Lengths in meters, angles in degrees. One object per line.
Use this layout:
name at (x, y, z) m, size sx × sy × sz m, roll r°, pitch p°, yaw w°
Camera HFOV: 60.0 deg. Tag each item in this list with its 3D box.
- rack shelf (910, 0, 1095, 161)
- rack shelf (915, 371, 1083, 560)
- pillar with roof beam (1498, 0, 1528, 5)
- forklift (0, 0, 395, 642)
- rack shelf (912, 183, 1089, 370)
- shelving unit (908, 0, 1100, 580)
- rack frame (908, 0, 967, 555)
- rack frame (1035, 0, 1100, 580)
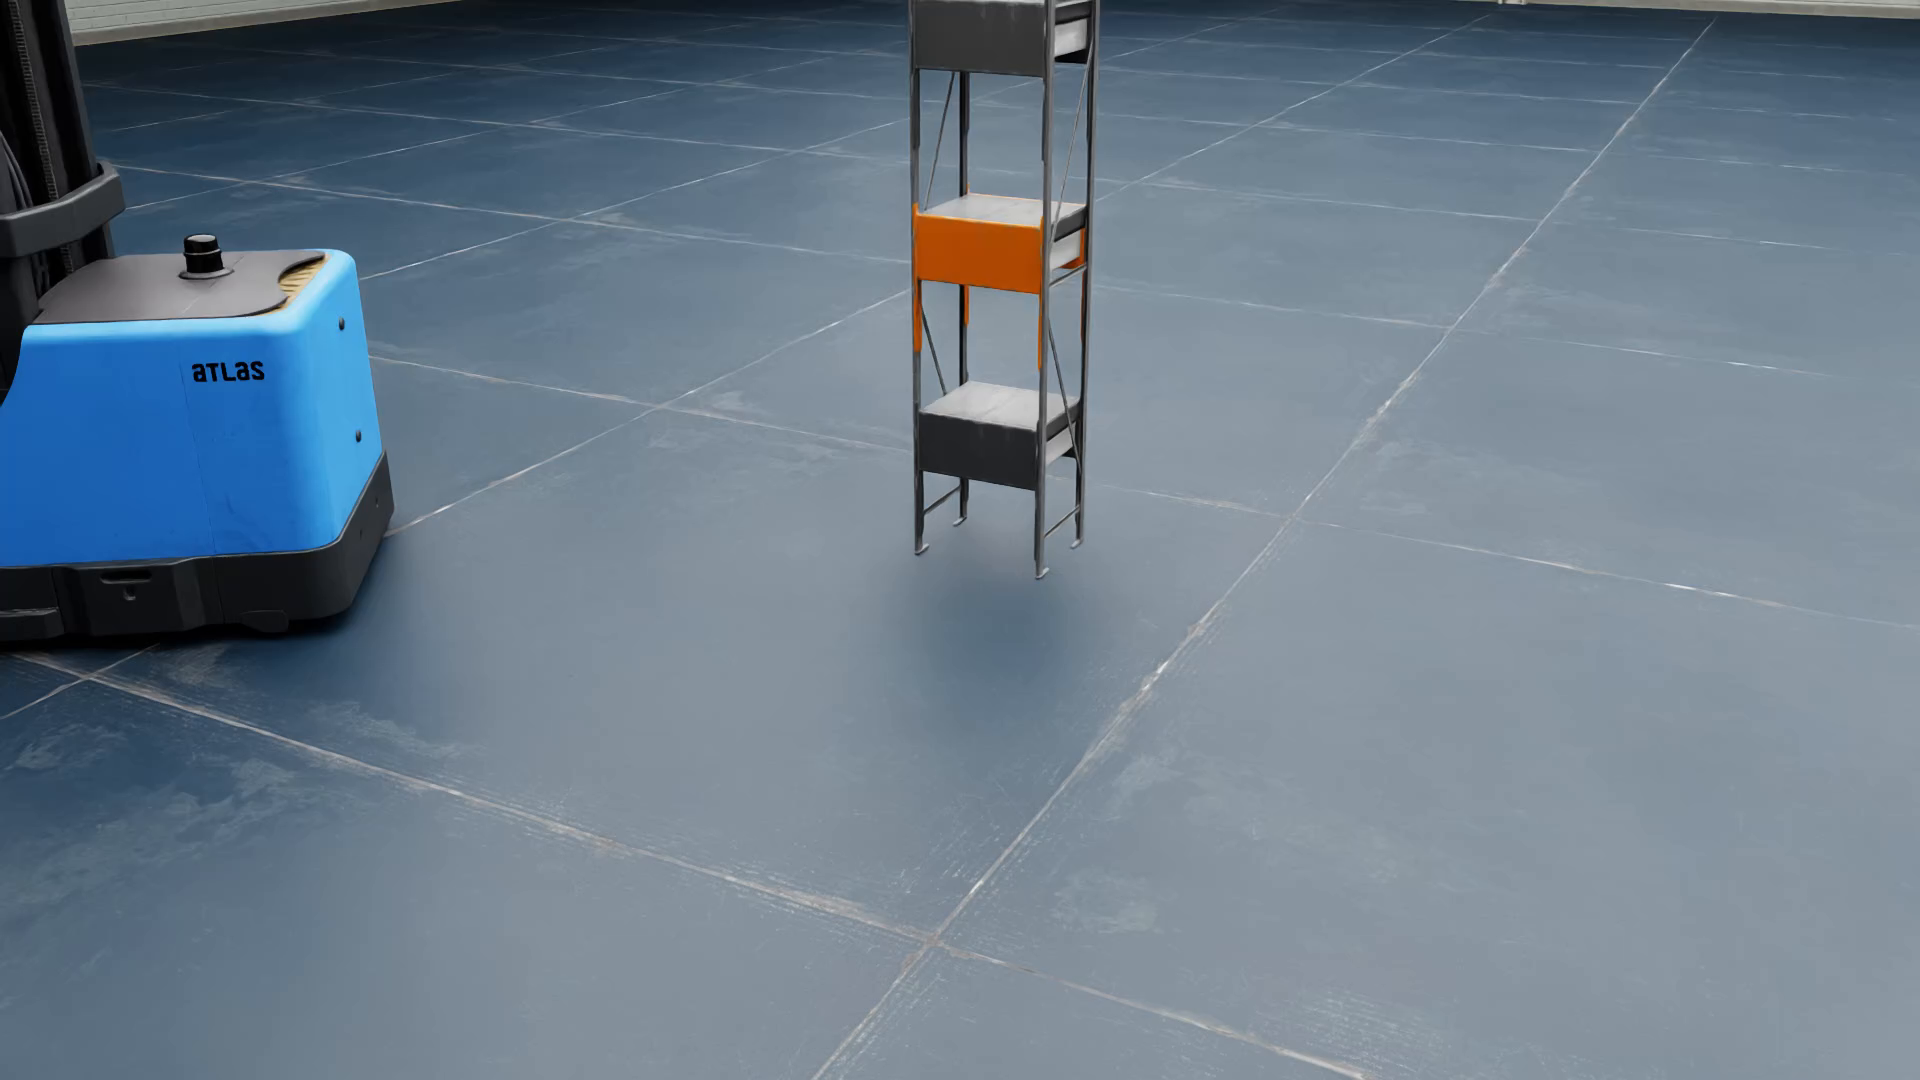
rack shelf at (0.148, -1.569, 5.502) m, size 0.480 × 0.518 × 0.431 m, roll 11°, pitch 25°, yaw 25°
rack shelf at (0.148, -0.280, 6.050) m, size 0.480 × 0.518 × 0.431 m, roll 11°, pitch 25°, yaw 25°
pillar with roof beam at (6.674, -11.001, 20.619) m, size 0.400 × 9.000 × 9.100 m, roll 11°, pitch 25°, yaw 25°
forklift at (-3.594, -1.148, 5.205) m, size 3.031 × 2.935 × 1.130 m, roll -3°, pitch 23°, yaw -7°
rack shelf at (0.148, -0.924, 5.776) m, size 0.480 × 0.518 × 0.431 m, roll 11°, pitch 25°, yaw 25°
shelving unit at (0.148, -0.937, 5.770) m, size 0.503 × 2.100 × 0.431 m, roll 11°, pitch 25°, yaw 25°
rack frame at (-0.070, -0.980, 5.872) m, size 0.015 × 2.100 × 0.400 m, roll 11°, pitch 25°, yaw 25°
rack frame at (0.365, -0.894, 5.669) m, size 0.015 × 2.100 × 0.400 m, roll 11°, pitch 25°, yaw 25°
